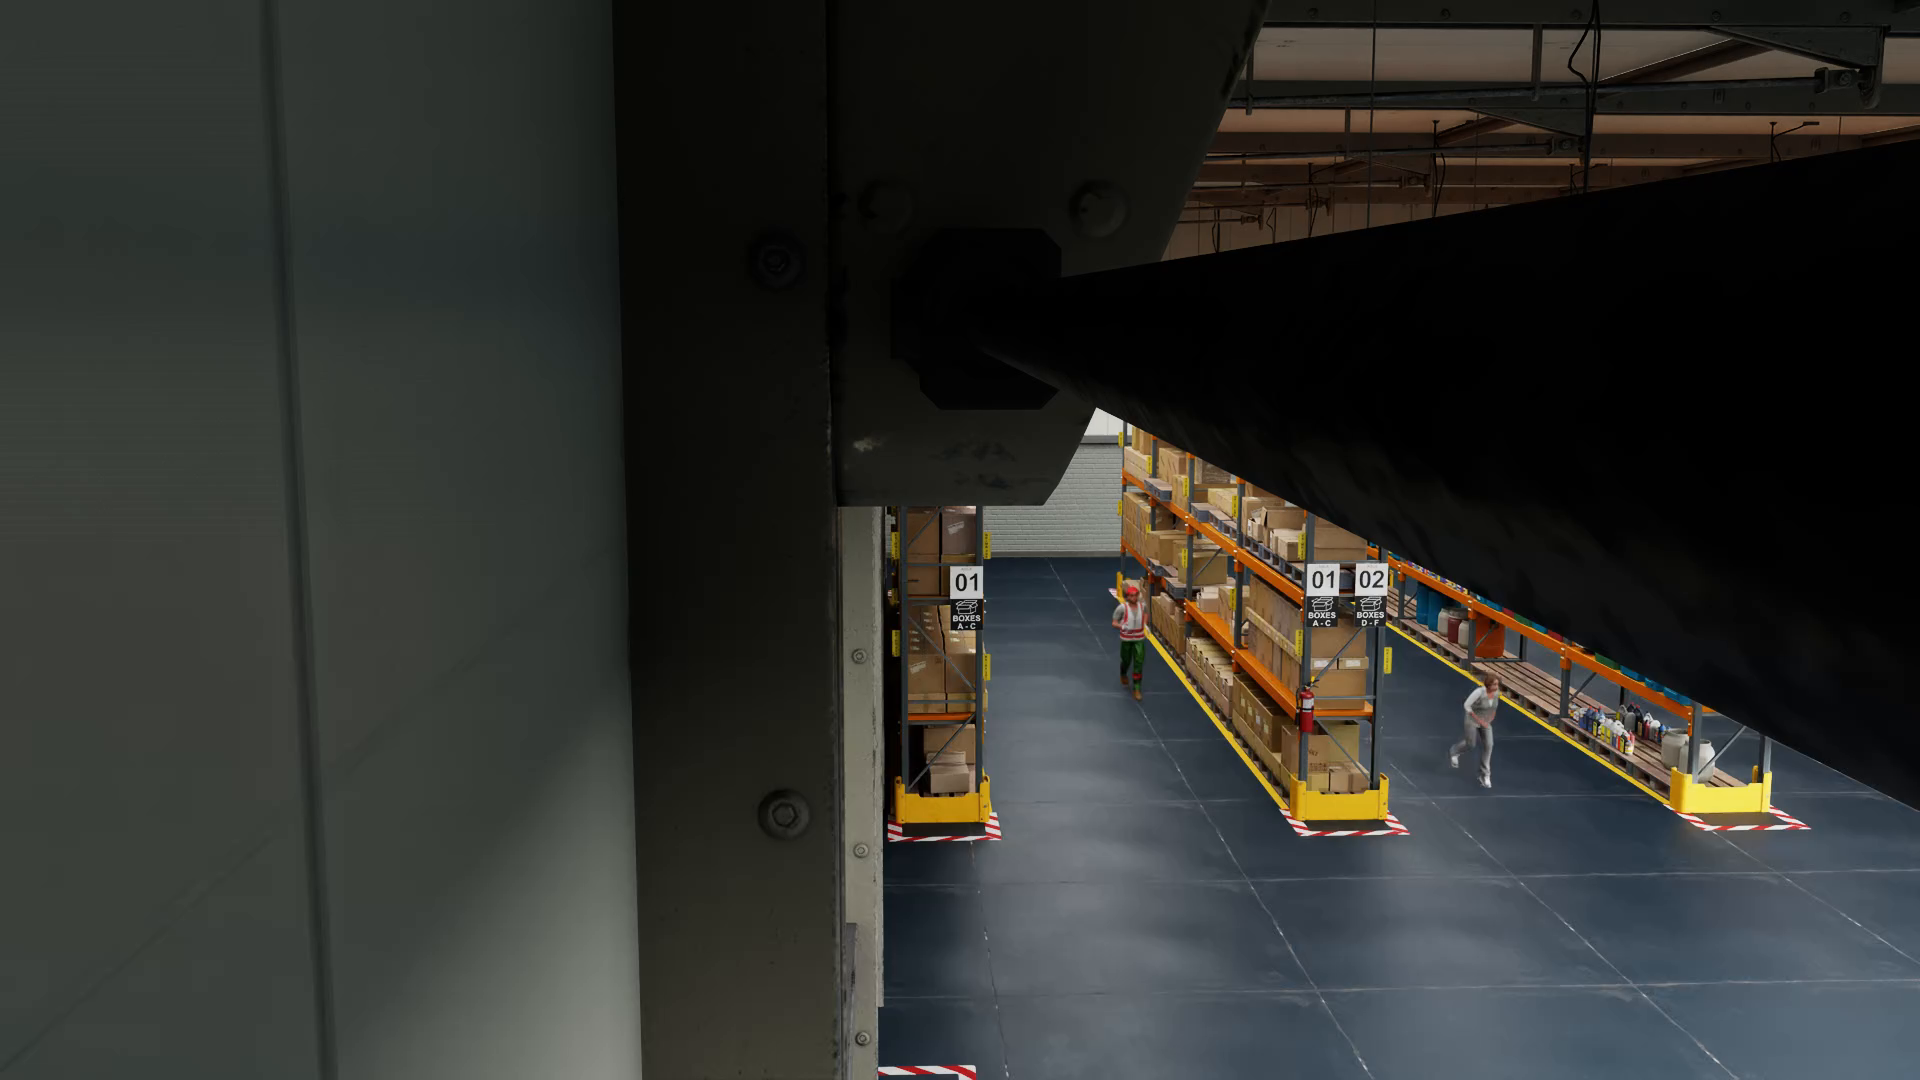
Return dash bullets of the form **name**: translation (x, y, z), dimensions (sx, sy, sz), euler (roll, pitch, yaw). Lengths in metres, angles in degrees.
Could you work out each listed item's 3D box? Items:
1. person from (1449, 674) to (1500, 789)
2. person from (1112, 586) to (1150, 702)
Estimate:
- **person**: translation (6.896, 2.480, 22.273), dimensions (0.572, 1.547, 0.884), euler (-3, 9, -23)
- **person**: translation (2.792, 1.641, 27.128), dimensions (0.640, 1.811, 0.991), euler (-1, 8, -6)
